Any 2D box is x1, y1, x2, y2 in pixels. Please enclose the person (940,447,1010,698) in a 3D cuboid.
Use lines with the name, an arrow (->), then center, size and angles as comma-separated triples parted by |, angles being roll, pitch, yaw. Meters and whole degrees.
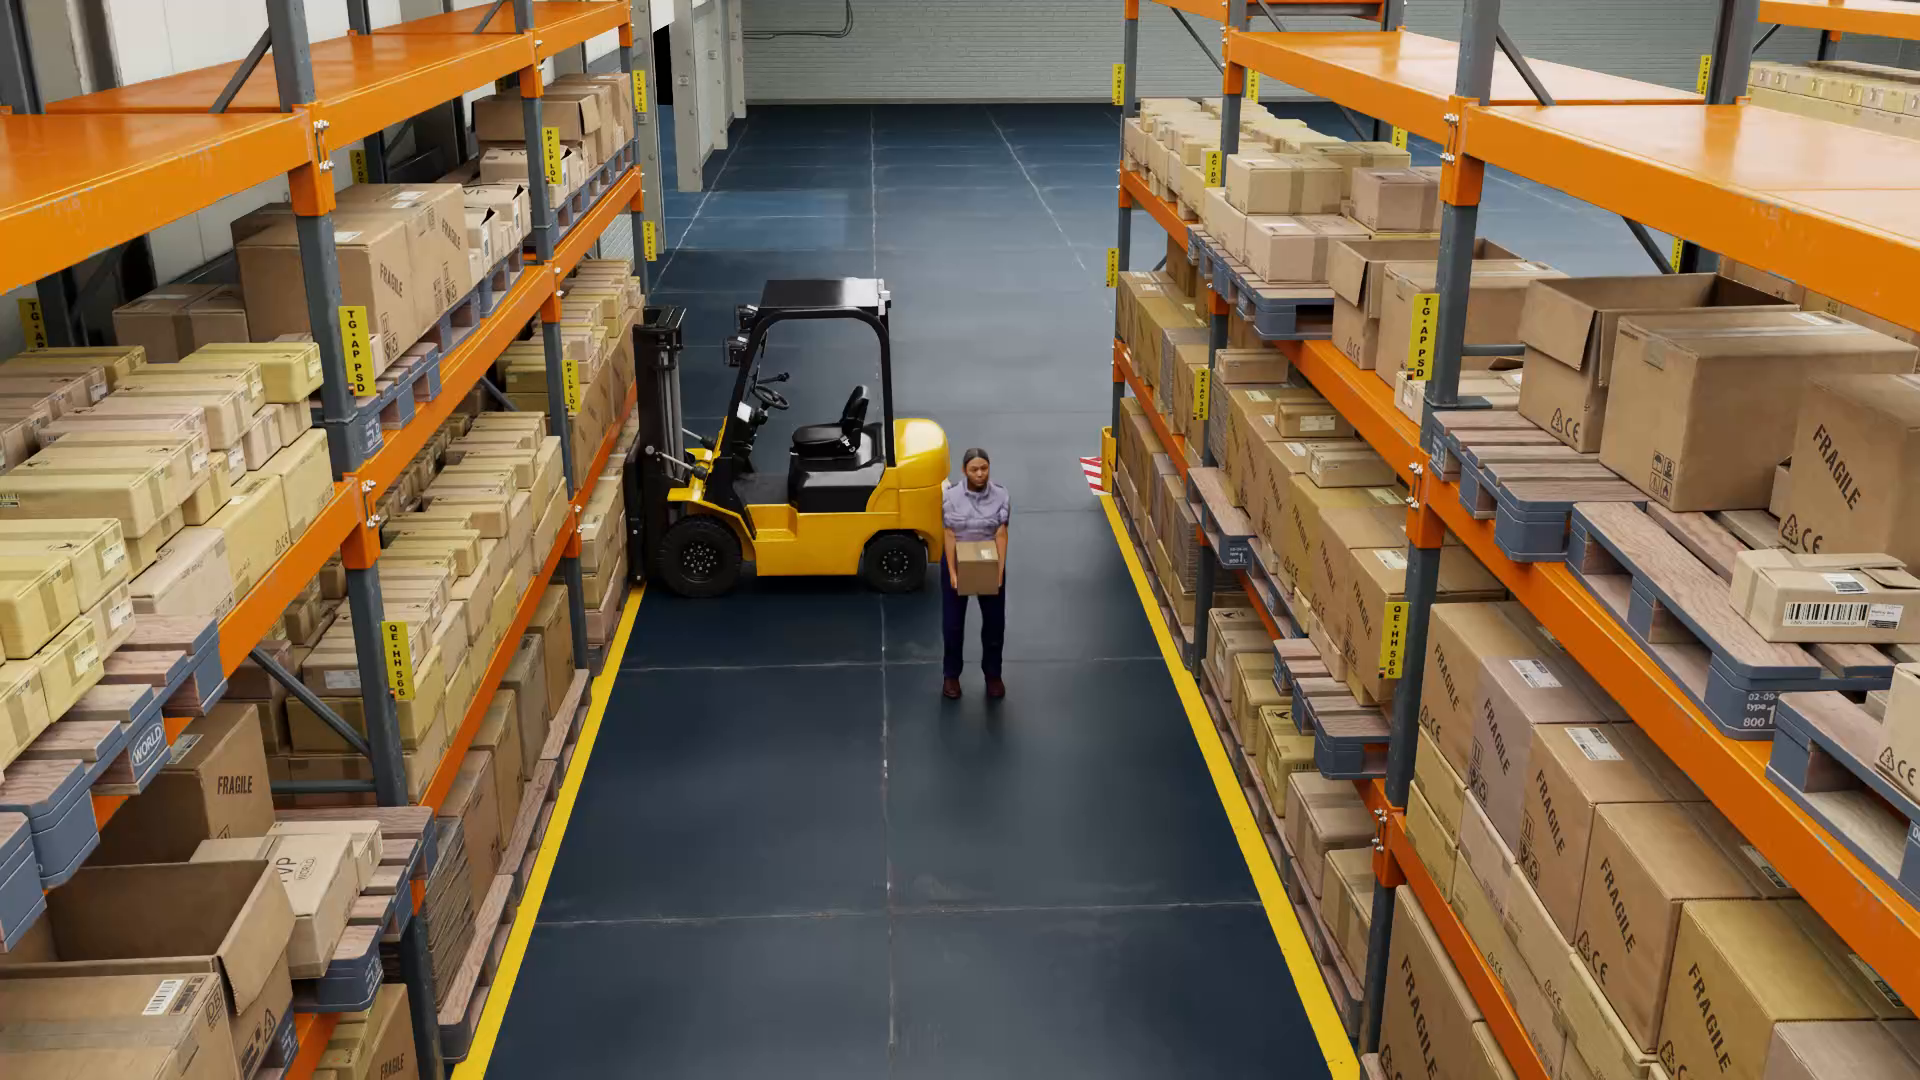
person -> 0.099, 0.229, 10.521 | 0.435, 1.633, 0.534 | -1, 21, -4
